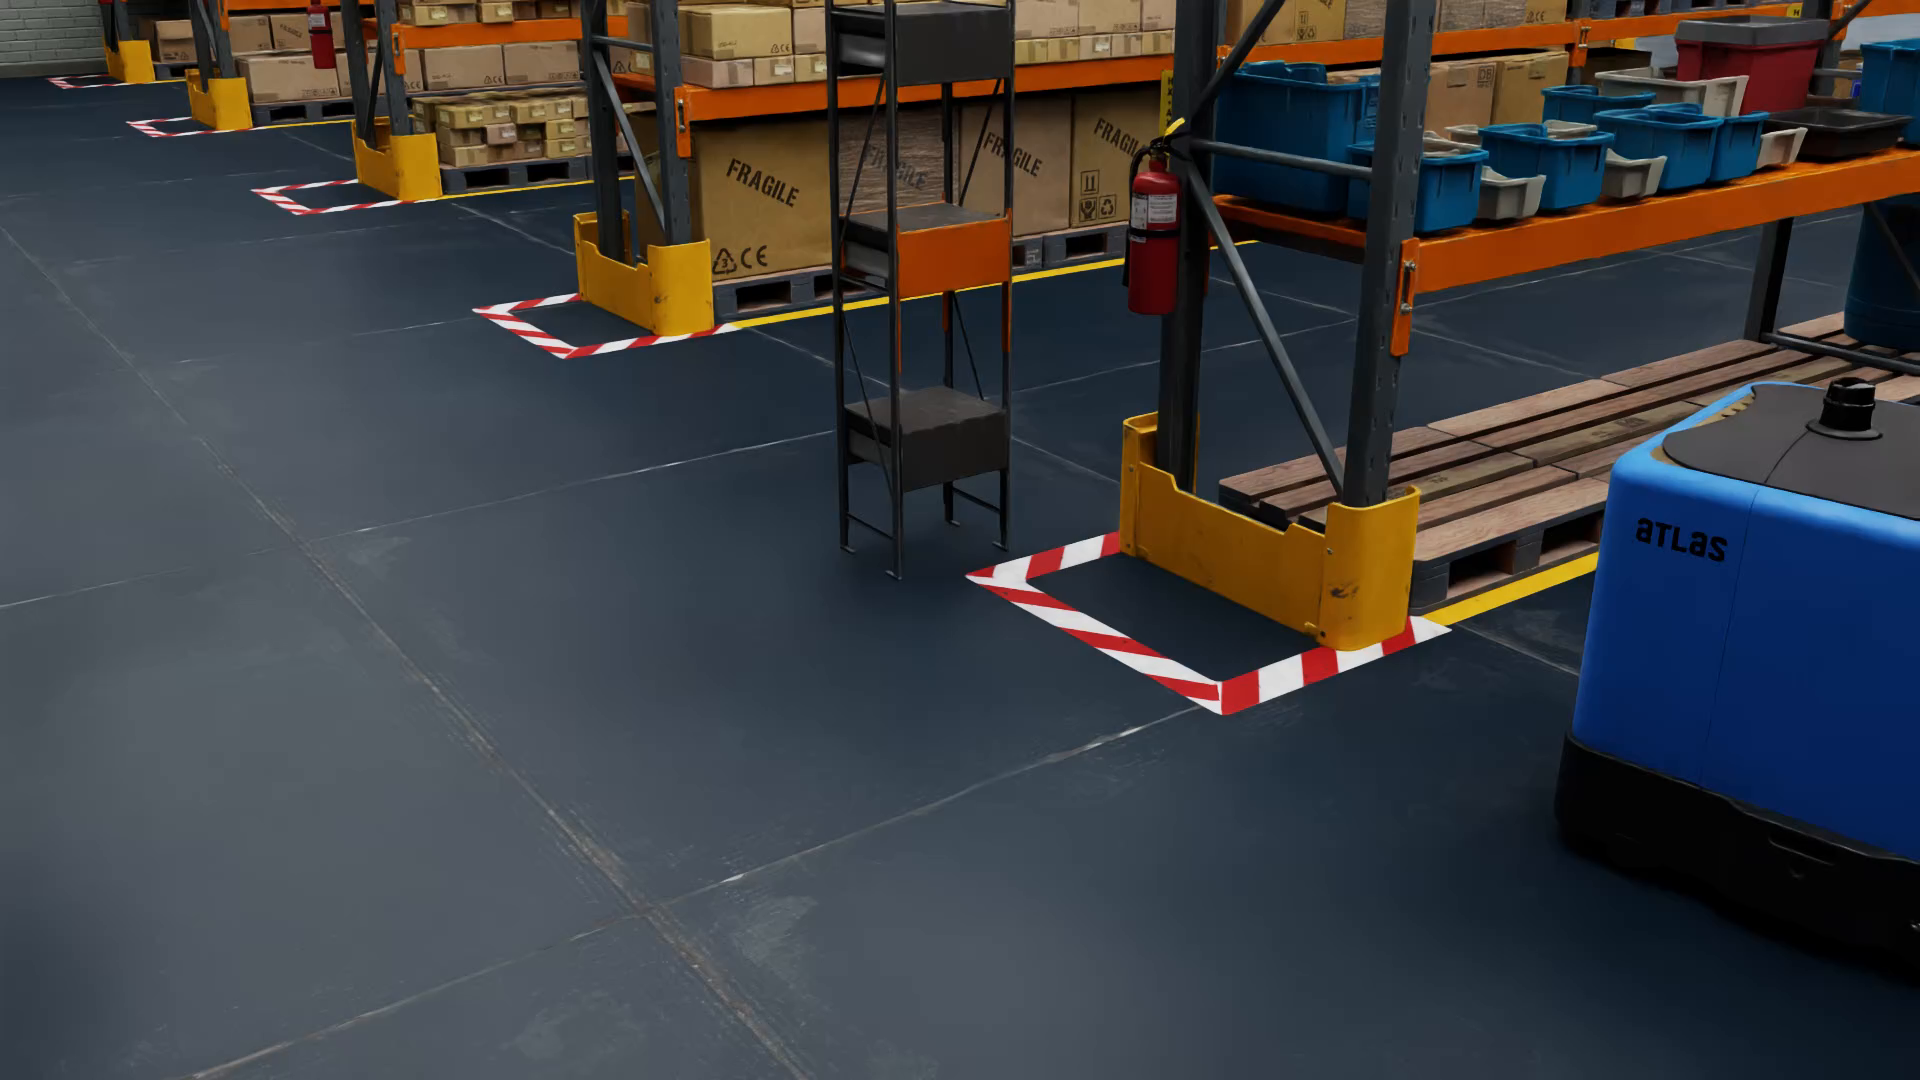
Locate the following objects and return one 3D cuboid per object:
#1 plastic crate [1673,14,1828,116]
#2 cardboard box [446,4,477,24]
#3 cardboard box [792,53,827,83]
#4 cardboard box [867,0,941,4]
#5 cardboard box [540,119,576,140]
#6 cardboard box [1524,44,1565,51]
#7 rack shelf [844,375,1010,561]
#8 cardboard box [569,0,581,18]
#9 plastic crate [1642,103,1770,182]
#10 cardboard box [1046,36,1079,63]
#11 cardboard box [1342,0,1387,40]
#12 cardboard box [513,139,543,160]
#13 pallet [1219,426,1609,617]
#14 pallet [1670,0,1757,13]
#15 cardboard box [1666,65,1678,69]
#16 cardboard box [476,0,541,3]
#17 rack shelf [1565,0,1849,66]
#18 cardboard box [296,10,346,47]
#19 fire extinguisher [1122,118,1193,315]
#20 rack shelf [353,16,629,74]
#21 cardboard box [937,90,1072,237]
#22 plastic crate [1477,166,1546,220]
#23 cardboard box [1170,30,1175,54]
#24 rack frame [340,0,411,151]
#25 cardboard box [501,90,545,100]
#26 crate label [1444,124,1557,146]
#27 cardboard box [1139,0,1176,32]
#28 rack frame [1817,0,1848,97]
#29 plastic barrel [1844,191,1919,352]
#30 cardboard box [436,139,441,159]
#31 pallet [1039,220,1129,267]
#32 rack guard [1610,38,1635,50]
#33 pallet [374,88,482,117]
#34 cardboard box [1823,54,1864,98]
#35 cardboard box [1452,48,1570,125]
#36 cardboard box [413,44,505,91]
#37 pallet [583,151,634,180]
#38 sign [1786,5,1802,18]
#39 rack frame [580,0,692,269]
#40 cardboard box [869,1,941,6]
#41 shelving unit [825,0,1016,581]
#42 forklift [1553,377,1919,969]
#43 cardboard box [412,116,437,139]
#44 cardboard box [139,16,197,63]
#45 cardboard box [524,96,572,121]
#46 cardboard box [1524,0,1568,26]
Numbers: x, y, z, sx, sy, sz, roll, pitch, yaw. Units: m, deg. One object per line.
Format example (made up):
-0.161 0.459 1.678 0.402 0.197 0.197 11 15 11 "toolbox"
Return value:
3.445 -2.044 7.303 0.583 0.464 0.402 -15 26 -33 "plastic crate"
-4.001 -4.164 13.124 0.250 0.149 0.380 -14 26 -31 "cardboard box"
-0.927 -2.700 9.455 0.250 0.149 0.380 -16 27 -34 "cardboard box"
-0.453 -3.390 9.633 0.500 0.500 0.500 -16 27 -34 "cardboard box"
-3.389 -3.432 13.829 0.250 0.149 0.380 -14 26 -31 "cardboard box"
7.125 -6.556 21.078 0.875 0.875 0.875 -15 26 -34 "cardboard box"
-0.134 -0.277 6.182 0.480 0.518 0.431 -15 26 -33 "rack shelf"
-3.170 -4.400 13.715 0.250 0.149 0.380 -16 27 -34 "cardboard box"
2.775 -1.492 6.234 0.300 0.233 0.416 -15 26 -33 "plastic crate"
0.533 -3.090 10.431 0.250 0.149 0.380 -14 26 -32 "cardboard box"
2.757 -3.882 11.942 0.500 0.500 0.500 -16 27 -34 "cardboard box"
-3.663 -3.267 13.817 0.250 0.149 0.380 -15 26 -32 "cardboard box"
1.762 -0.110 6.386 1.213 0.211 1.003 -15 26 -33 "pallet"
6.254 -4.811 14.665 1.213 0.211 1.003 -15 26 -33 "pallet"
7.009 -4.145 15.515 0.500 0.500 0.700 -15 26 -33 "cardboard box"
-3.692 -4.564 13.251 0.500 0.500 0.500 -15 26 -33 "cardboard box"
6.294 -4.558 14.743 4.000 0.370 1.077 -15 26 -33 "rack shelf"
-8.402 -6.738 22.041 0.500 0.500 0.700 -16 27 -35 "cardboard box"
0.682 -1.133 5.796 0.183 0.674 0.296 -15 26 -33 "fire extinguisher"
-3.014 -4.341 14.198 4.000 0.370 1.077 -15 26 -33 "rack shelf"
0.111 -2.488 10.885 0.875 0.875 0.875 -15 26 -33 "cardboard box"
1.771 -1.142 5.487 0.298 0.136 0.250 -15 26 -33 "plastic crate"
1.368 -3.313 10.990 0.250 0.149 0.380 -15 26 -33 "cardboard box"
-4.638 -4.242 12.980 0.127 3.000 1.000 -15 26 -33 "rack frame"
-3.735 -3.749 14.220 0.250 0.149 0.380 -16 27 -35 "cardboard box"
2.081 -1.500 6.384 0.243 0.136 0.396 -15 26 -33 "crate label"
1.219 -3.488 10.891 0.500 0.250 0.500 -15 26 -34 "cardboard box"
7.918 -5.325 15.695 0.127 3.000 1.000 -15 26 -33 "rack frame"
4.768 -1.437 8.214 0.708 0.901 0.600 -15 26 -33 "plastic barrel"
-4.332 -3.290 13.873 0.250 0.149 0.380 -14 26 -32 "cardboard box"
0.761 -2.158 11.519 1.213 0.211 1.003 -15 26 -33 "pallet"
8.370 -6.550 22.135 0.348 0.500 1.175 -15 26 -33 "rack guard"
-6.018 -4.873 18.325 1.213 0.211 1.003 -15 26 -33 "pallet"
8.726 -4.560 16.583 0.500 0.500 0.500 -7 23 -16 "cardboard box"
4.098 -3.525 13.482 0.875 0.875 1.225 -16 27 -35 "cardboard box"
-5.662 -5.283 18.478 0.875 0.438 0.875 -16 27 -34 "cardboard box"
-2.906 -3.391 14.610 1.213 0.211 1.003 -15 26 -33 "pallet"
3.997 -2.398 7.986 0.005 0.325 0.100 -15 26 -33 "sign"
-1.823 -2.728 9.186 0.127 3.000 1.000 -15 26 -33 "rack frame"
-0.448 -3.041 9.772 0.500 0.250 0.500 -16 27 -35 "cardboard box"
-0.134 -0.939 5.917 0.503 2.100 0.431 -15 26 -33 "shelving unit"
2.984 -0.320 3.244 3.031 2.935 1.130 19 29 40 "forklift"
-4.376 -3.451 13.877 0.250 0.149 0.380 -16 27 -34 "cardboard box"
-9.961 -6.341 21.043 0.637 0.503 0.797 -16 27 -35 "cardboard box"
-3.428 -3.591 13.826 0.250 0.149 0.380 -16 27 -35 "cardboard box"
4.415 -4.325 13.052 0.500 0.500 0.500 -14 26 -31 "cardboard box"
